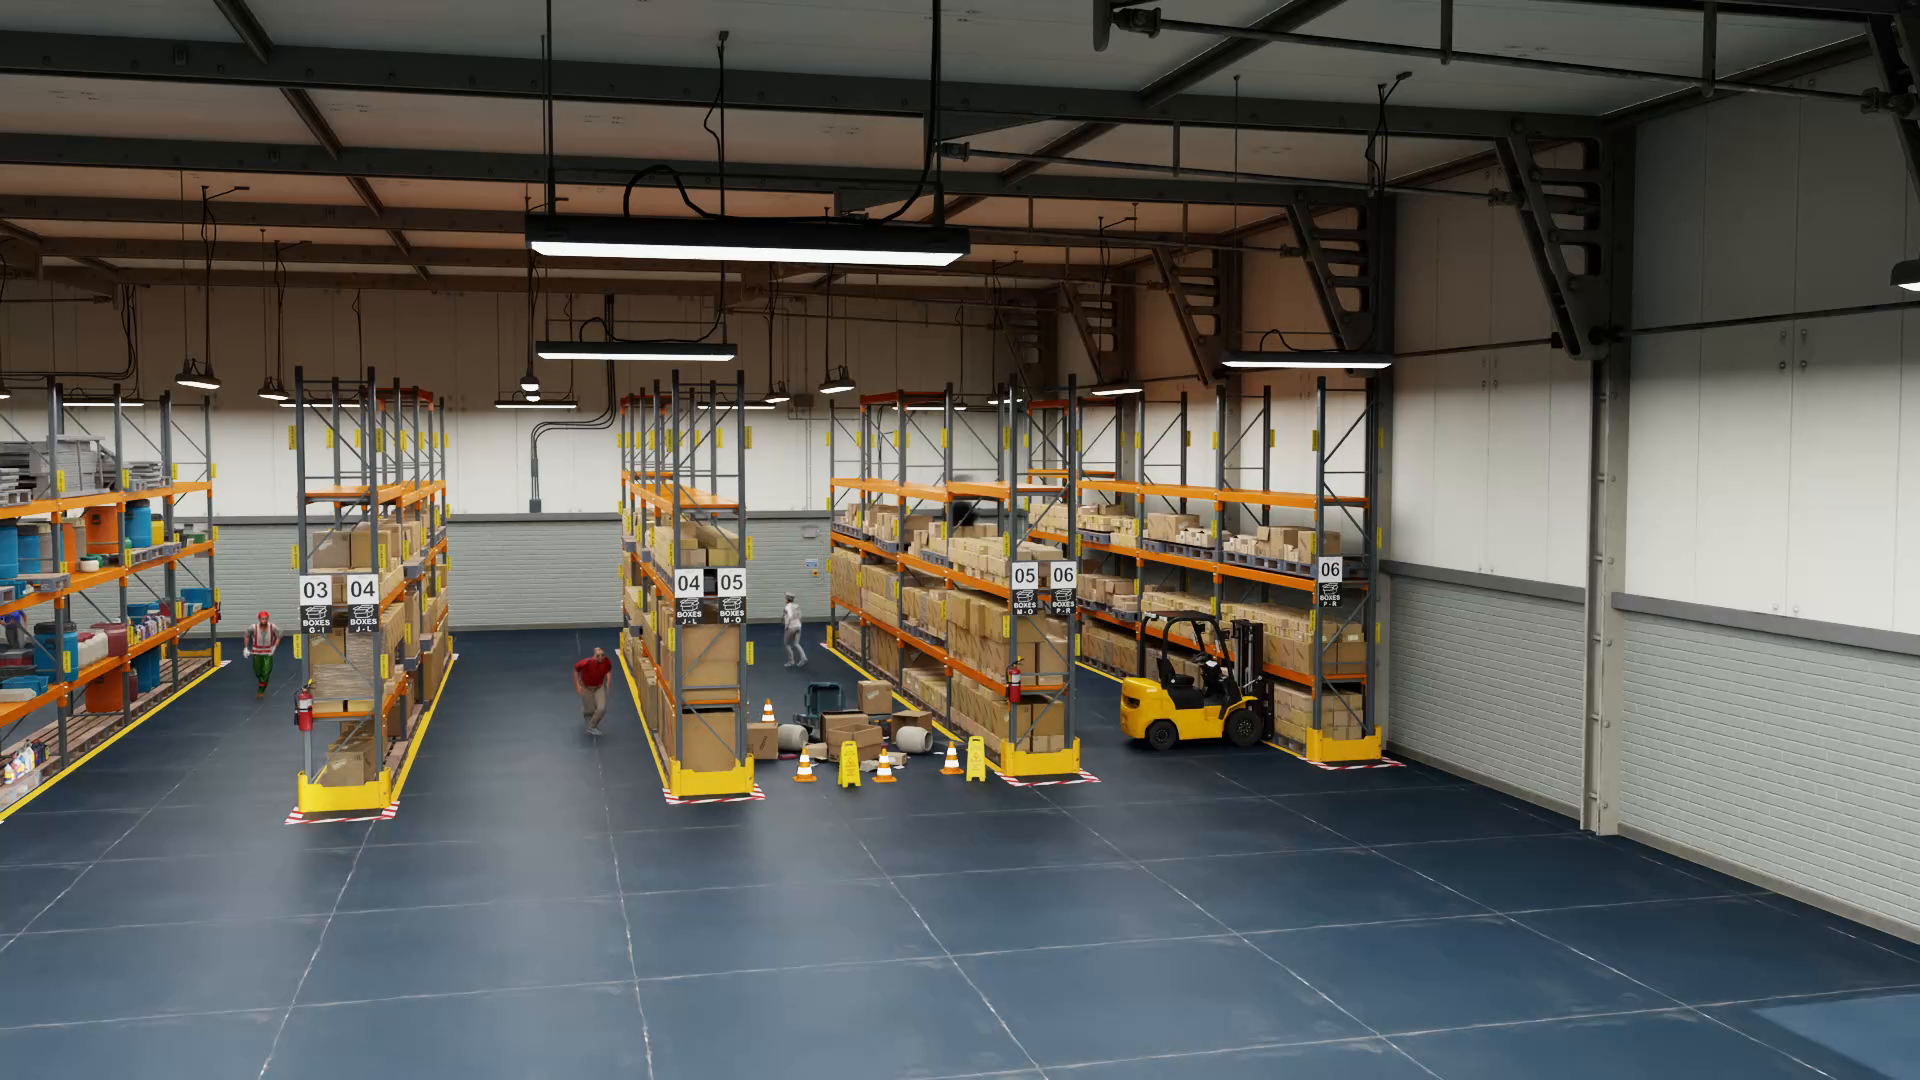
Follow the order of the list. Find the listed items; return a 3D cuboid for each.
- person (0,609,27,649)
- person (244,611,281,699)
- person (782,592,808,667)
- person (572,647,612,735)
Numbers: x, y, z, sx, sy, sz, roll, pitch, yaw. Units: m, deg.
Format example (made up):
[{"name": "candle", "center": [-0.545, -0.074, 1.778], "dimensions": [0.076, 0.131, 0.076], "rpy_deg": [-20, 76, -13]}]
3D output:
[{"name": "person", "center": [-20.714, 2.031, 36.347], "dimensions": [0.604, 1.643, 0.871], "rpy_deg": [-3, 4, -38]}, {"name": "person", "center": [-13.581, 2.218, 32.382], "dimensions": [0.669, 1.715, 0.704], "rpy_deg": [-2, 4, -28]}, {"name": "person", "center": [-3.602, 1.990, 36.619], "dimensions": [0.800, 1.654, 0.585], "rpy_deg": [3, 5, 42]}, {"name": "person", "center": [-6.287, 2.557, 28.323], "dimensions": [0.681, 1.536, 0.922], "rpy_deg": [-2, 4, -30]}]
